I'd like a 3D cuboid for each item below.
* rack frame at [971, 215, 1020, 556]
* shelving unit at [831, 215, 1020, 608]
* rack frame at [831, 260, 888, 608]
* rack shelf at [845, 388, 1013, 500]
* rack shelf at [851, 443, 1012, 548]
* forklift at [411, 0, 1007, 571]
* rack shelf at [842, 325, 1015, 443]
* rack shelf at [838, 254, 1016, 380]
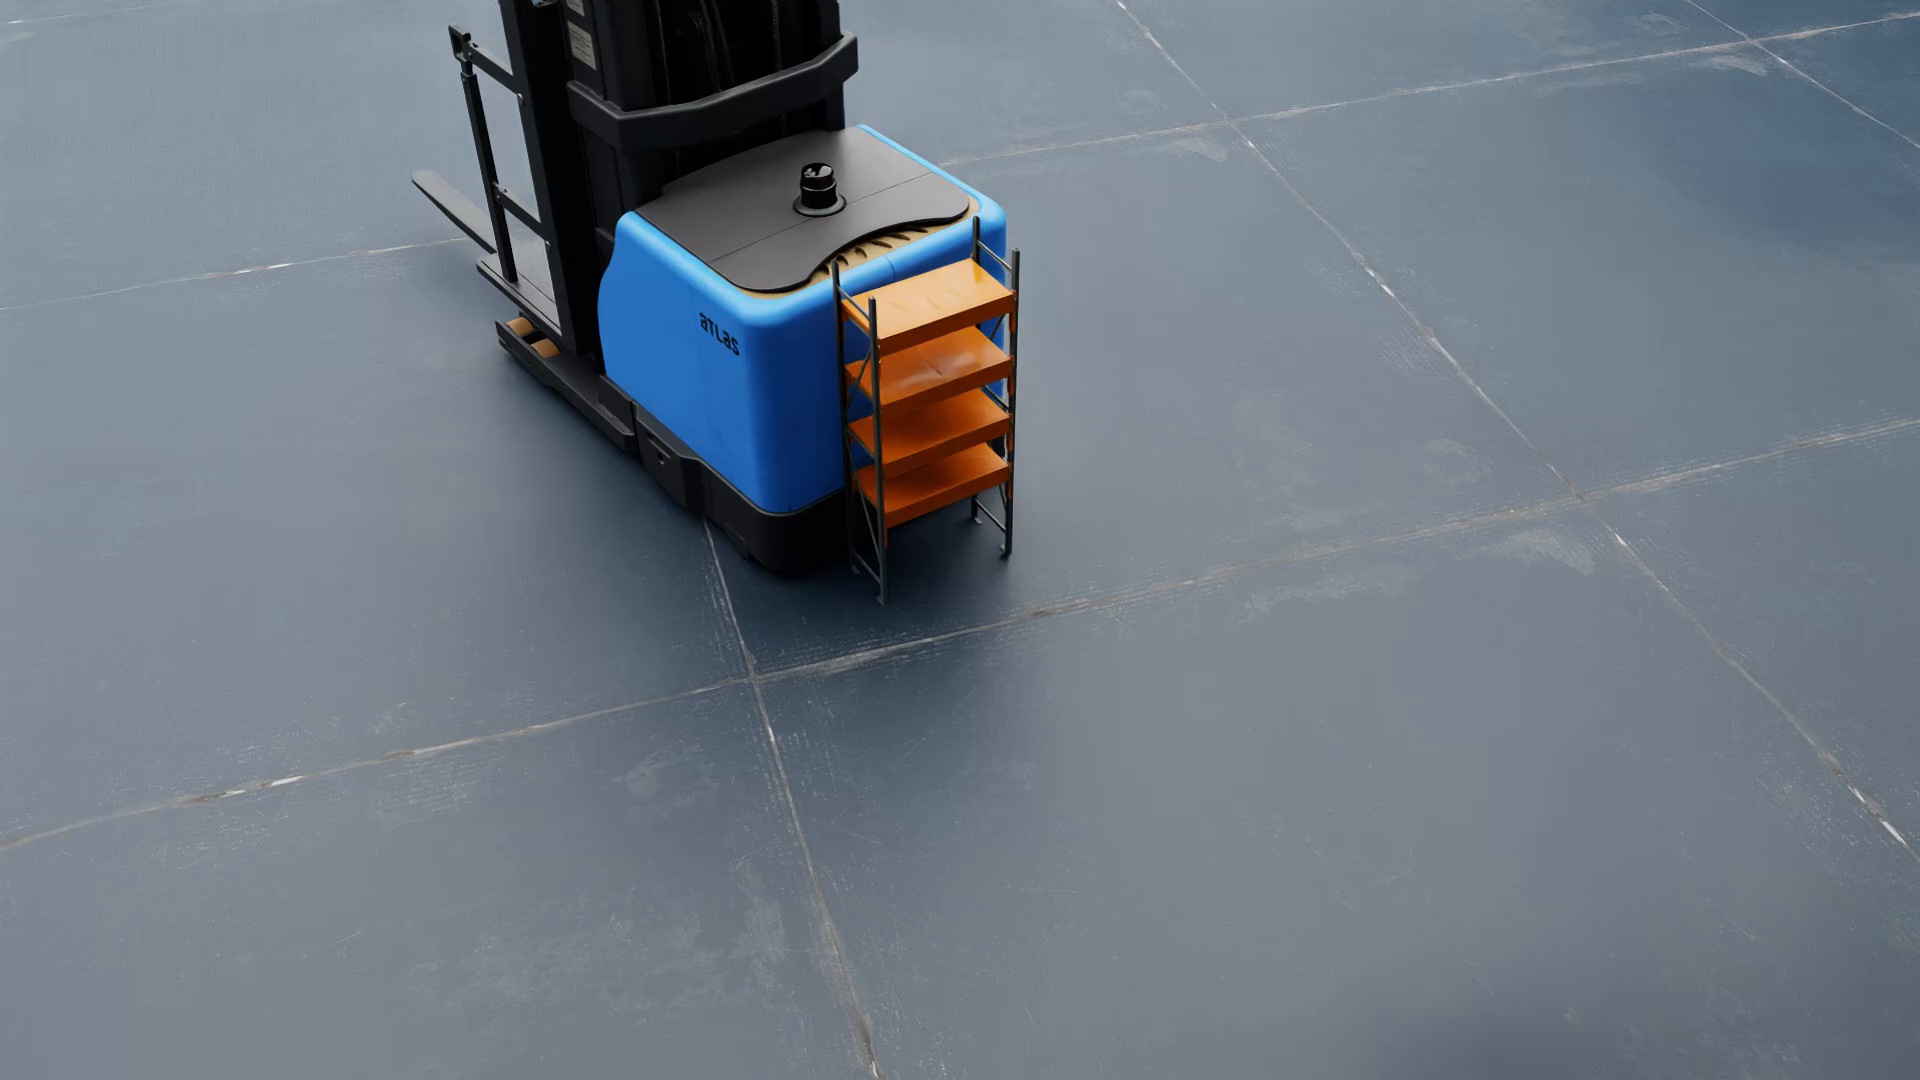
[{"bbox_3d":[0.107,-0.467,5.372,0.015,1.200,0.240,-22,46,-23],"label":"rack frame"},{"bbox_3d":[-0.100,-0.382,5.275,0.503,1.200,0.258,-22,46,-23],"label":"shelving unit"},{"bbox_3d":[-0.307,-0.297,5.178,0.015,1.200,0.240,-22,46,-23],"label":"rack frame"},{"bbox_3d":[-0.100,-0.331,5.320,0.480,0.148,0.258,-22,46,-23],"label":"rack shelf"},{"bbox_3d":[-0.100,-0.182,5.450,0.480,0.148,0.258,-22,46,-23],"label":"rack shelf"},{"bbox_3d":[-1.163,-1.903,5.701,1.130,2.935,3.031,-29,49,-29],"label":"forklift"},{"bbox_3d":[-0.100,-0.500,5.172,0.480,0.148,0.258,-22,46,-23],"label":"rack shelf"},{"bbox_3d":[-0.100,-0.678,5.017,0.480,0.148,0.258,-22,46,-23],"label":"rack shelf"}]
